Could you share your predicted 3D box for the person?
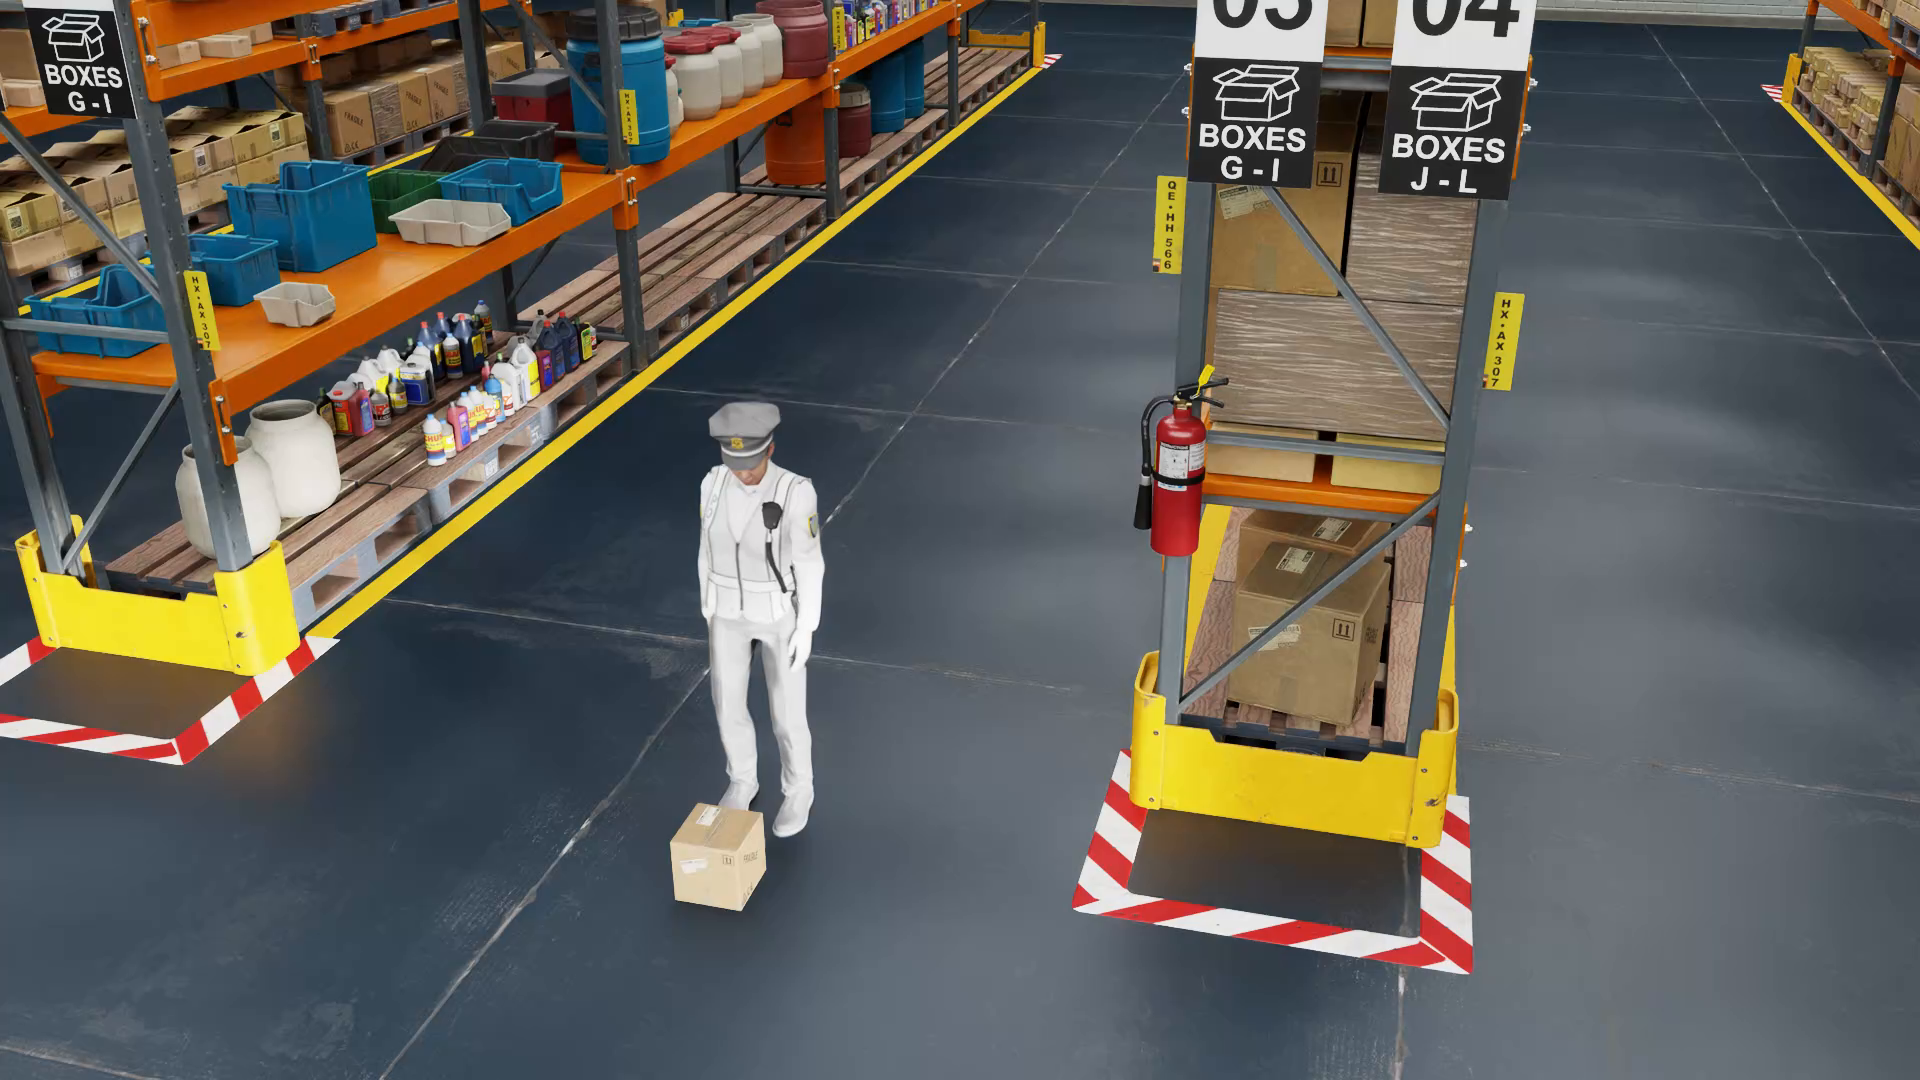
[{"bbox_3d":[-0.715,0.295,6.008,0.476,1.661,0.338,7,26,14],"label":"person"}]
